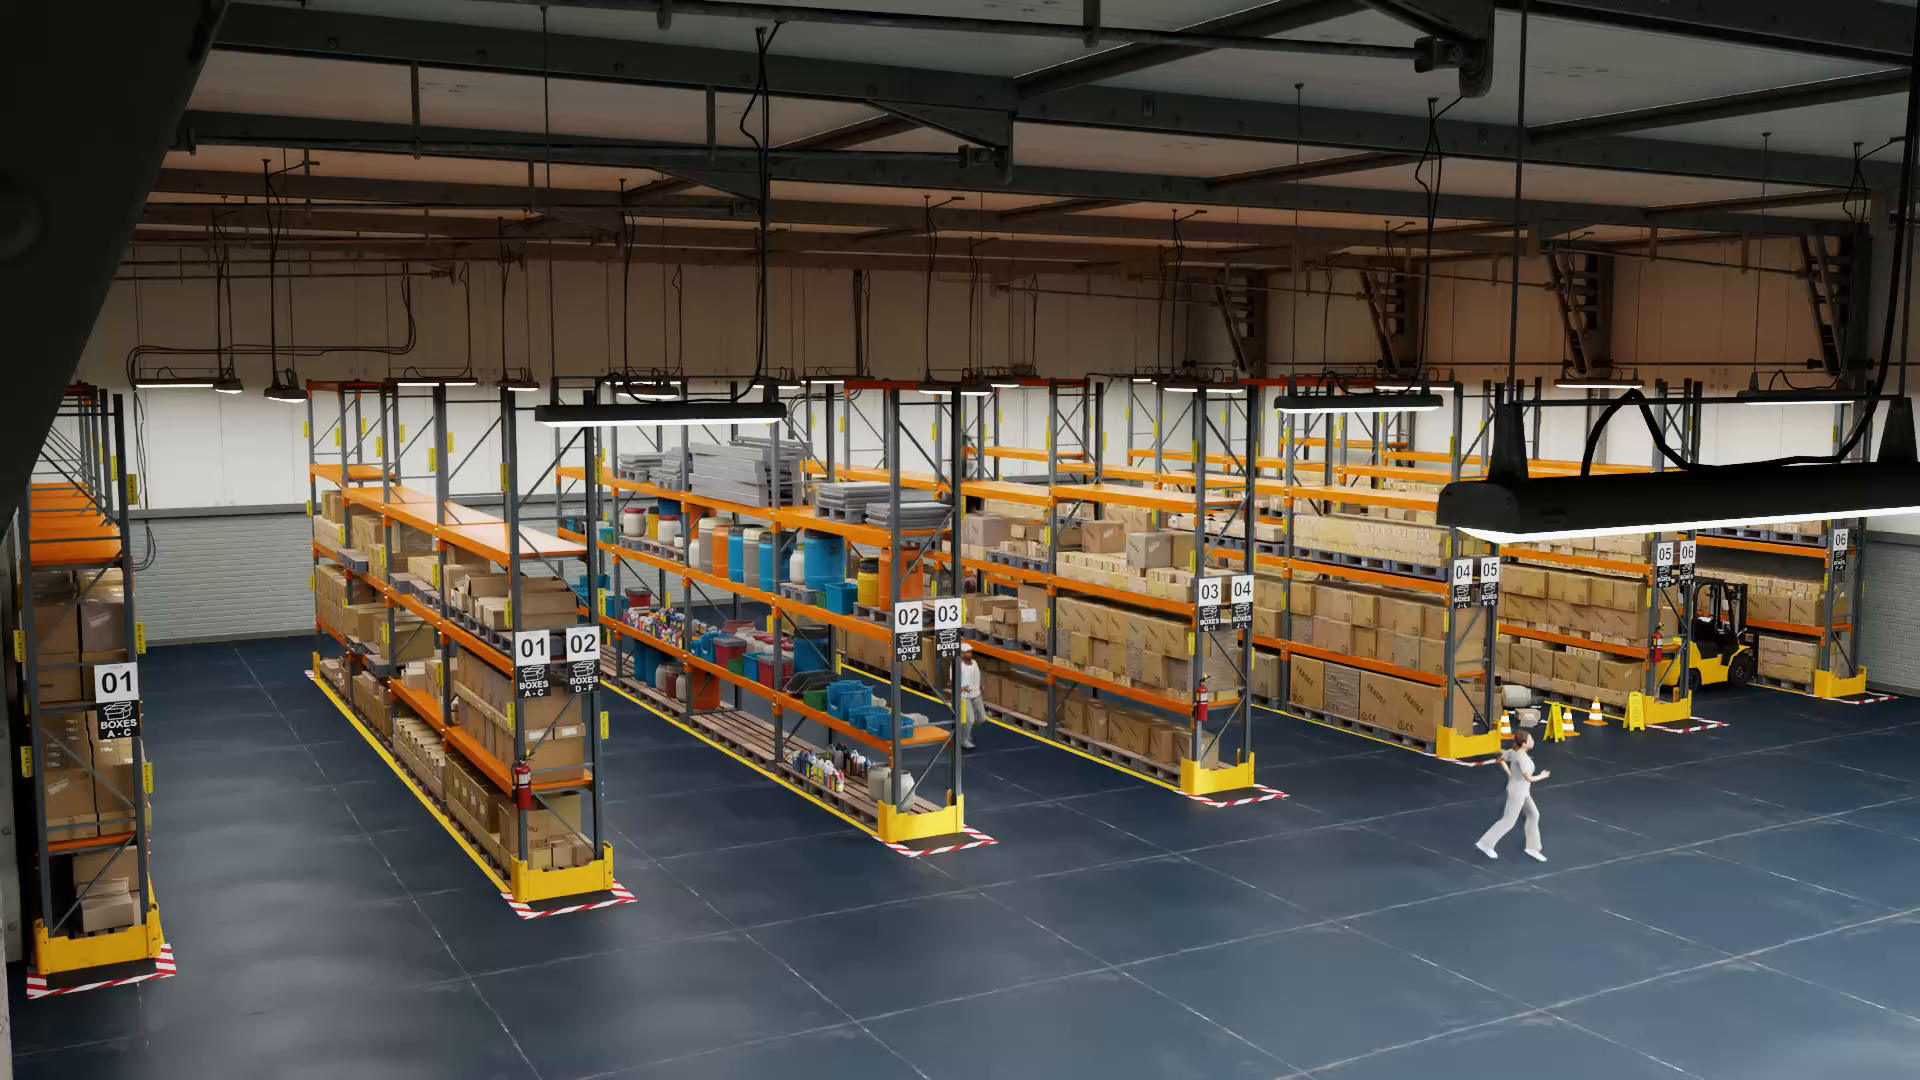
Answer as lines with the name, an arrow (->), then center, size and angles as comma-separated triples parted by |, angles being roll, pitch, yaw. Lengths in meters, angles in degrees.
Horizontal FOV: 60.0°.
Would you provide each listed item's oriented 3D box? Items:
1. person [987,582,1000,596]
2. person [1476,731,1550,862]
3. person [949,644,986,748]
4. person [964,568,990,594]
person -> 0.737, 0.997, 42.246 | 0.838, 1.671, 0.642 | -3, 7, -28
person -> 7.030, 3.256, 21.141 | 0.915, 1.707, 0.574 | 1, 6, 8
person -> 0.163, 2.556, 27.255 | 0.692, 1.718, 0.591 | -5, 8, -41
person -> 0.365, 1.508, 37.656 | 0.695, 1.668, 0.673 | -3, 7, -26
